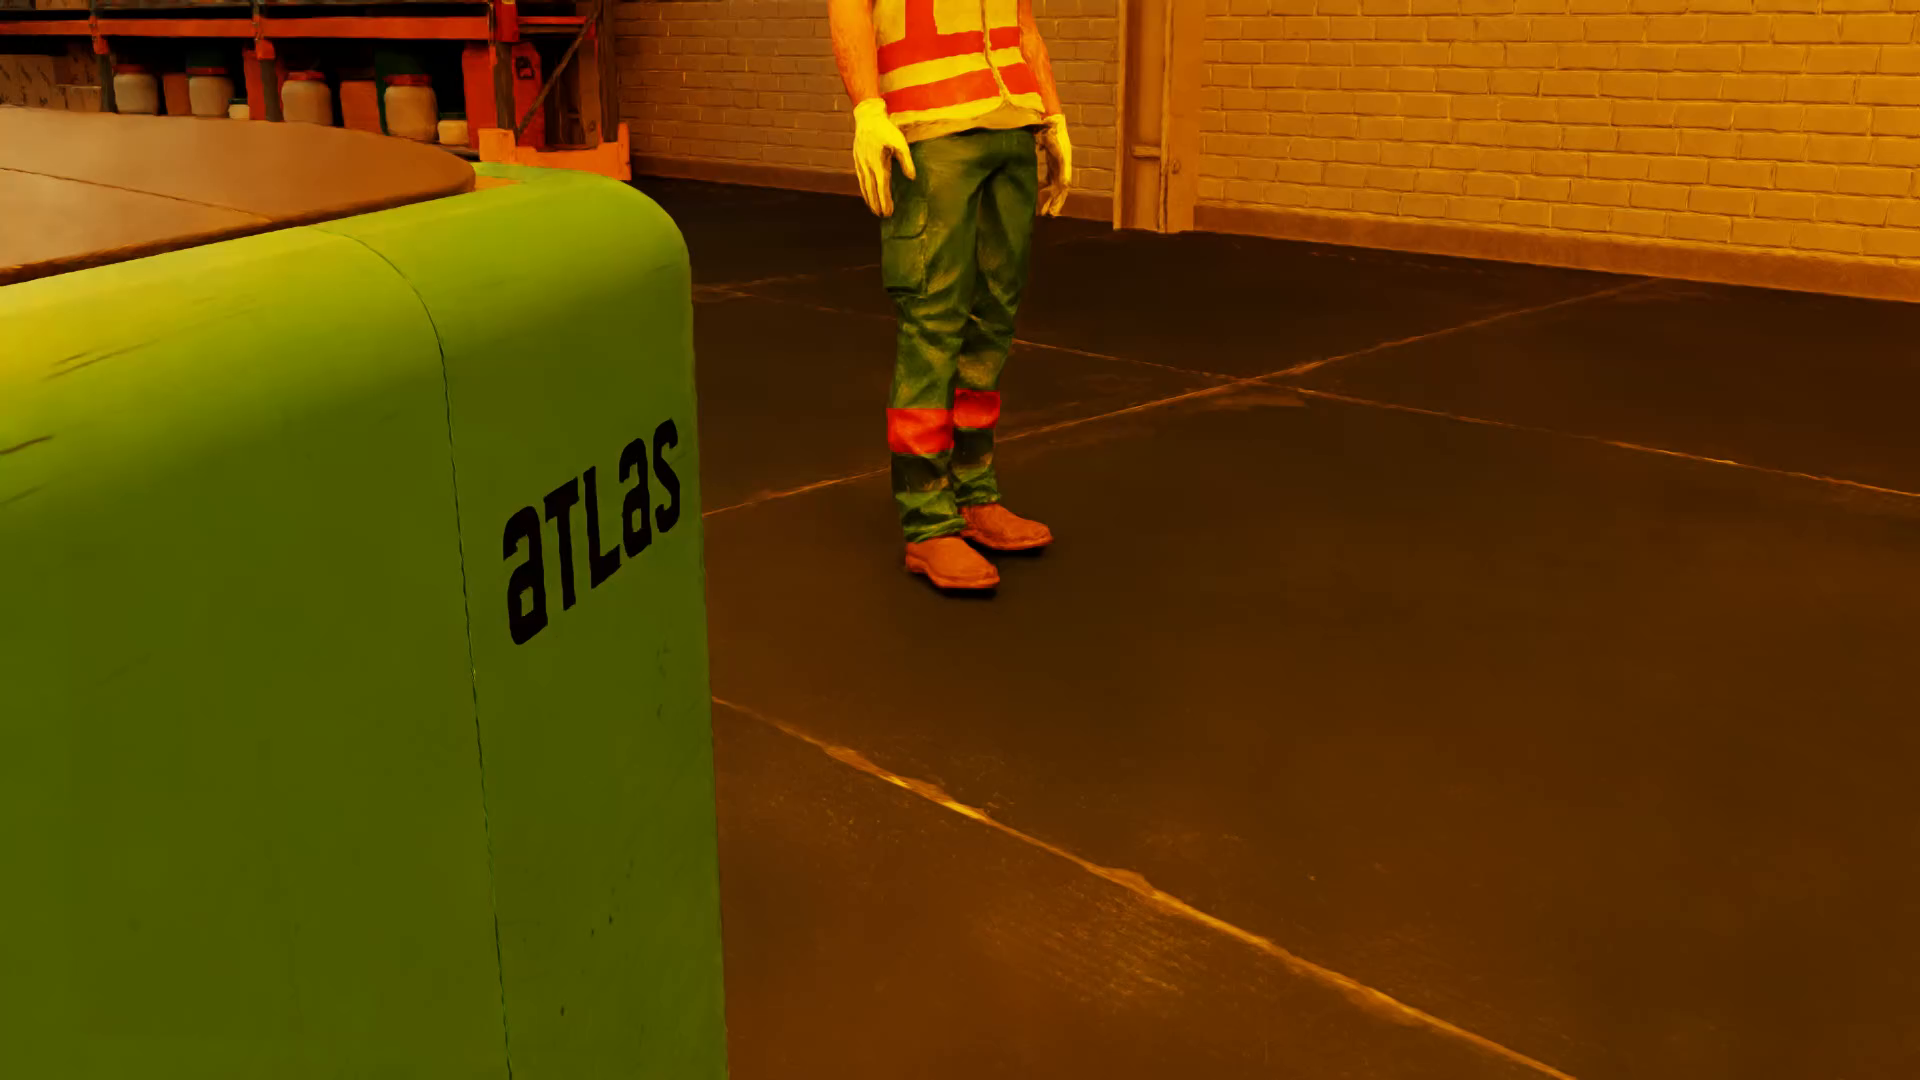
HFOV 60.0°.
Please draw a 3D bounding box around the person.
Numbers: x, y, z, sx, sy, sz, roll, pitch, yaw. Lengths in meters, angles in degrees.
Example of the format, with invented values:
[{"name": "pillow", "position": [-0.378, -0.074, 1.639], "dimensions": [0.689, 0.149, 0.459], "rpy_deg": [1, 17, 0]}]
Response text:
[{"name": "person", "position": [0.049, -0.842, 3.568], "dimensions": [0.563, 1.787, 0.637], "rpy_deg": [16, 23, 42]}]
